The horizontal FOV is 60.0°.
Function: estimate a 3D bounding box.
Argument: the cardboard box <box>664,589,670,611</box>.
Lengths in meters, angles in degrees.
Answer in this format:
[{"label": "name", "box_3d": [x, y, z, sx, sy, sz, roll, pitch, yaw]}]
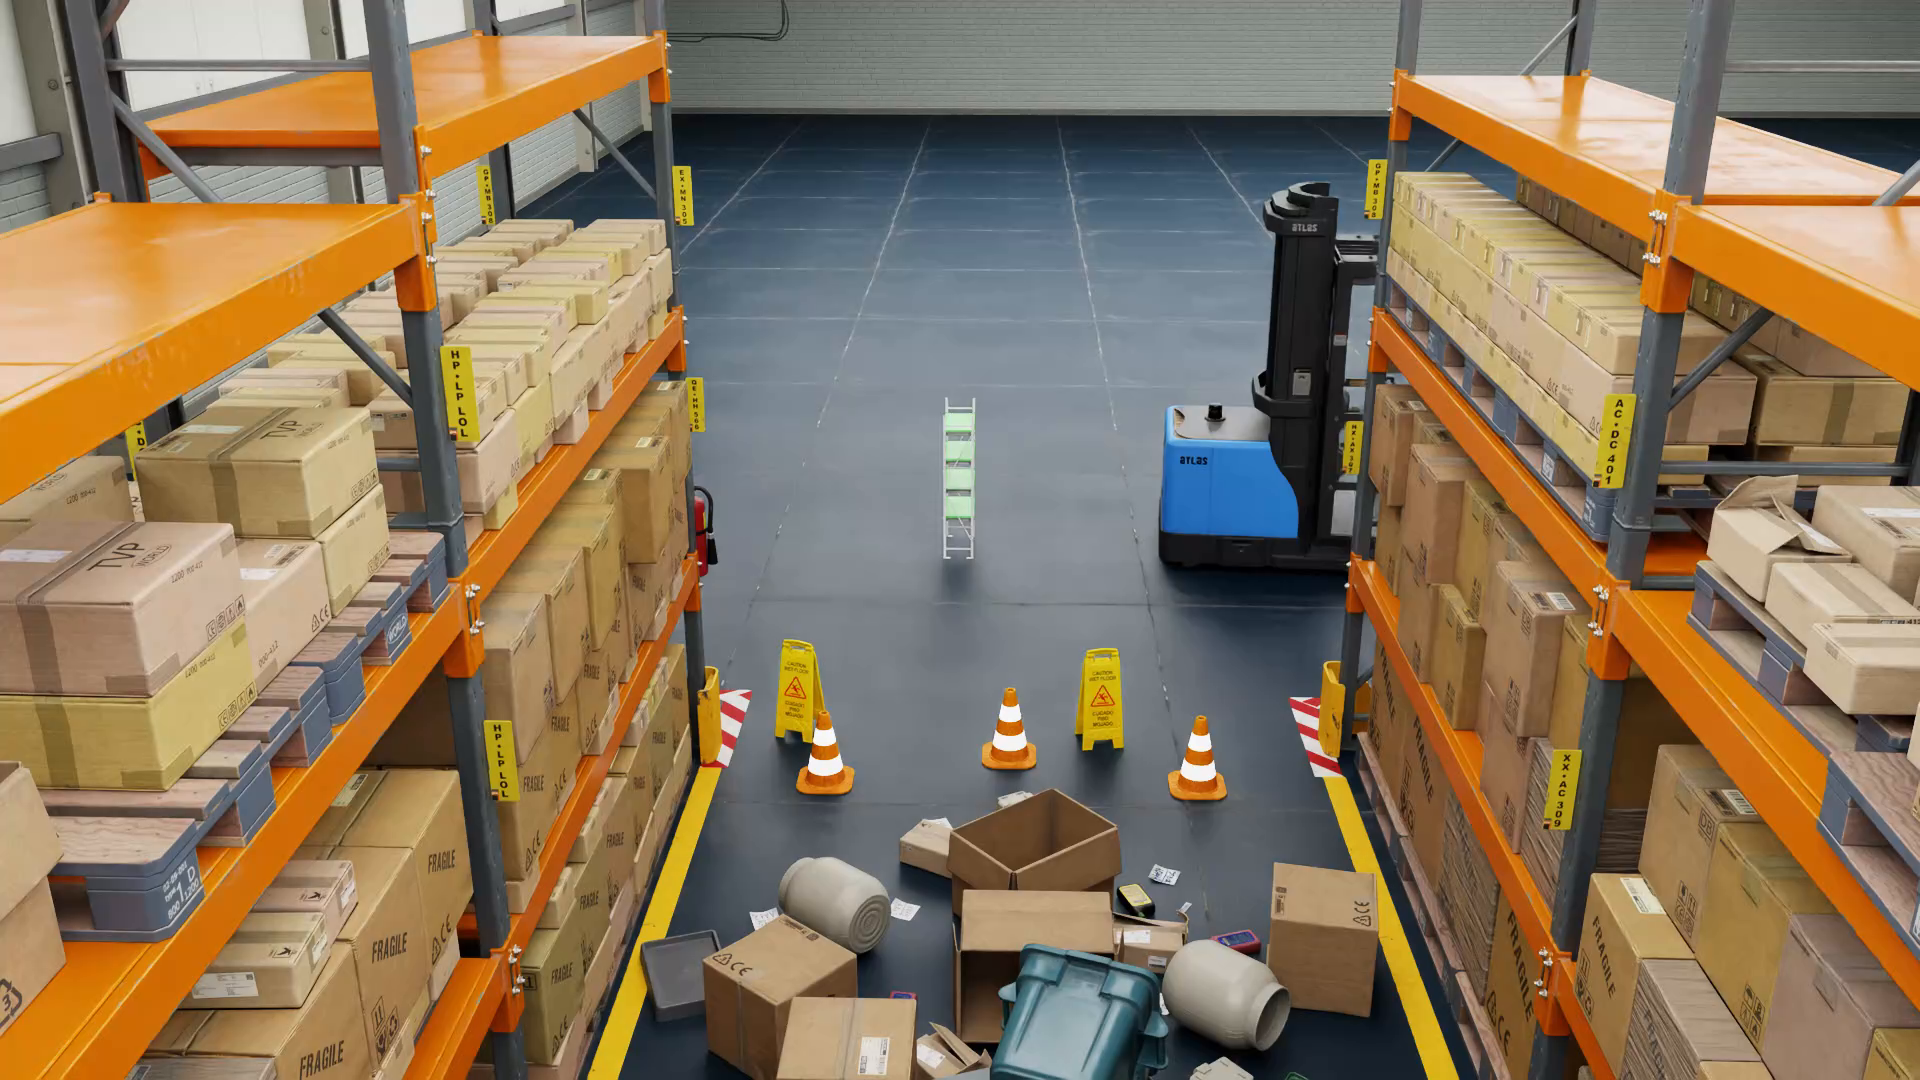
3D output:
[{"label": "cardboard box", "box_3d": [-1.814, 0.329, 9.175, 0.380, 0.149, 0.250, 0, 21, 1]}]

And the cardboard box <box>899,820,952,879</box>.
[{"label": "cardboard box", "box_3d": [-0.111, 1.714, 9.200, 0.380, 0.149, 0.250, 13, 25, 29]}]

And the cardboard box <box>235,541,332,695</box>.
[{"label": "cardboard box", "box_3d": [-2.105, 0.207, 4.623, 0.500, 0.250, 0.500, 1, 21, 2]}]

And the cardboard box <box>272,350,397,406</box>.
[{"label": "cardboard box", "box_3d": [-2.392, -0.623, 6.379, 0.380, 0.149, 0.250, 1, 21, 3]}]

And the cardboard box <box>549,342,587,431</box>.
[{"label": "cardboard box", "box_3d": [-1.890, -0.656, 7.015, 0.500, 0.250, 0.500, 1, 21, 2]}]

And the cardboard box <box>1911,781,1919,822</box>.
[{"label": "cardboard box", "box_3d": [2.390, 0.480, 3.434, 0.500, 0.500, 0.500, 1, 21, 2]}]

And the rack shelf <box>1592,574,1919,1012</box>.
[{"label": "rack shelf", "box_3d": [2.678, 1.013, 3.912, 1.077, 0.370, 4.000, 1, 21, 2]}]

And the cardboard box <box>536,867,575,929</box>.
[{"label": "cardboard box", "box_3d": [-1.860, 1.514, 7.060, 0.380, 0.149, 0.250, 1, 21, 2]}]

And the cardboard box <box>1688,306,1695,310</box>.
[{"label": "cardboard box", "box_3d": [3.062, -0.895, 6.913, 0.500, 0.250, 0.500, 0, 21, 1]}]

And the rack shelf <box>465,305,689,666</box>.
[{"label": "rack shelf", "box_3d": [-2.151, -0.451, 7.686, 1.077, 0.370, 4.000, 1, 21, 2]}]

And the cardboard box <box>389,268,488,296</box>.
[{"label": "cardboard box", "box_3d": [-2.449, -1.183, 7.822, 0.380, 0.149, 0.250, 1, 21, 3]}]

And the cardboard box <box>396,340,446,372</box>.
[{"label": "cardboard box", "box_3d": [-2.423, -0.662, 7.030, 0.500, 0.250, 0.500, 0, 21, 1]}]

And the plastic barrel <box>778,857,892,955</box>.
[{"label": "plastic barrel", "box_3d": [-0.640, 1.853, 8.460, 0.512, 0.421, 0.421, 18, 27, 38]}]

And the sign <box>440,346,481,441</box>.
[{"label": "sign", "box_3d": [-1.657, -0.483, 5.515, 0.100, 0.325, 0.005, 1, 21, 2]}]

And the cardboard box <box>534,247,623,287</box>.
[{"label": "cardboard box", "box_3d": [-1.900, -1.362, 8.285, 0.380, 0.149, 0.250, 1, 21, 2]}]

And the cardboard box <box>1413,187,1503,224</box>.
[{"label": "cardboard box", "box_3d": [2.516, -1.688, 8.406, 0.380, 0.149, 0.250, 0, 21, 1]}]

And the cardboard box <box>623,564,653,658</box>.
[{"label": "cardboard box", "box_3d": [-1.870, 0.265, 8.444, 0.500, 0.500, 0.500, 1, 21, 1]}]

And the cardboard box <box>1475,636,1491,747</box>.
[{"label": "cardboard box", "box_3d": [2.866, 0.757, 7.518, 0.875, 0.550, 0.550, 1, 21, 2]}]

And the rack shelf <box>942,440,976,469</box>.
[{"label": "rack shelf", "box_3d": [-0.005, -0.664, 13.387, 0.258, 0.148, 0.480, 1, 21, 2]}]

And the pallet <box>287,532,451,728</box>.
[{"label": "pallet", "box_3d": [-2.337, 0.246, 5.154, 1.213, 0.211, 1.003, 1, 21, 2]}]

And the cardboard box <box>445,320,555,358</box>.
[{"label": "cardboard box", "box_3d": [-1.888, -0.803, 6.843, 0.380, 0.149, 0.250, 0, 21, 0]}]

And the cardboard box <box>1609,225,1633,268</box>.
[{"label": "cardboard box", "box_3d": [3.143, -1.312, 7.436, 0.380, 0.149, 0.250, 1, 21, 2]}]

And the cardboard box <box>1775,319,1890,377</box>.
[{"label": "cardboard box", "box_3d": [3.090, -0.670, 5.782, 0.380, 0.149, 0.250, 1, 21, 2]}]

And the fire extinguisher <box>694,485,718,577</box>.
[{"label": "fire extinguisher", "box_3d": [-1.626, -0.111, 10.070, 0.296, 0.674, 0.183, 1, 21, 2]}]

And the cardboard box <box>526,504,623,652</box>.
[{"label": "cardboard box", "box_3d": [-1.902, 0.161, 7.328, 0.700, 0.500, 0.500, 0, 21, 0]}]

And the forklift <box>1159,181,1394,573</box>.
[{"label": "forklift", "box_3d": [3.141, -1.257, 13.010, 3.031, 2.935, 1.130, 2, 21, 6]}]

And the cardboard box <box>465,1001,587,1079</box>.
[{"label": "cardboard box", "box_3d": [-1.924, 2.211, 7.198, 0.500, 0.250, 0.500, 0, 21, -1]}]

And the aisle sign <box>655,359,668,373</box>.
[{"label": "aisle sign", "box_3d": [-1.798, -1.342, 9.541, 0.394, 0.787, 0.004, 1, 21, 2]}]

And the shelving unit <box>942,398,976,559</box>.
[{"label": "shelving unit", "box_3d": [-0.005, -0.500, 13.451, 0.258, 1.200, 0.503, 1, 21, 2]}]

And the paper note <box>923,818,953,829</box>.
[{"label": "paper note", "box_3d": [-0.129, 1.637, 9.562, 0.148, 0.019, 0.142, -7, 22, -17]}]

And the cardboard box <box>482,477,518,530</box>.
[{"label": "cardboard box", "box_3d": [-1.891, -0.150, 6.263, 0.380, 0.149, 0.250, 1, 21, 2]}]

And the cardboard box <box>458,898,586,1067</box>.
[{"label": "cardboard box", "box_3d": [-1.924, 1.861, 7.062, 0.500, 0.500, 0.500, 2, 21, 4]}]

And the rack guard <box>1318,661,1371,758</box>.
[{"label": "rack guard", "box_3d": [2.861, 1.063, 10.390, 1.175, 0.500, 0.348, 1, 21, 2]}]

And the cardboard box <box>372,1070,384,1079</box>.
[{"label": "cardboard box", "box_3d": [-1.953, 1.726, 4.993, 0.380, 0.149, 0.250, 1, 21, 2]}]

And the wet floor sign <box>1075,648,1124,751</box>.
[{"label": "wet floor sign", "box_3d": [0.882, 0.972, 10.425, 0.267, 0.644, 0.232, -3, 21, -8]}]

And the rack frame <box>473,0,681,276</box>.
[{"label": "rack frame", "box_3d": [-2.090, -2.908, 8.877, 1.000, 3.000, 0.127, 1, 21, 2]}]

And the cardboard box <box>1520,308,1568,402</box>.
[{"label": "cardboard box", "box_3d": [2.513, -0.720, 6.462, 0.500, 0.250, 0.500, 1, 21, 1]}]

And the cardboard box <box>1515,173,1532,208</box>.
[{"label": "cardboard box", "box_3d": [3.190, -1.863, 8.857, 0.380, 0.149, 0.250, 1, 21, 2]}]

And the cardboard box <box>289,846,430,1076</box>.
[{"label": "cardboard box", "box_3d": [-2.010, 1.303, 5.188, 0.500, 0.500, 0.500, 1, 21, 2]}]

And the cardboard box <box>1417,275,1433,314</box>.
[{"label": "cardboard box", "box_3d": [2.507, -1.222, 8.307, 0.380, 0.149, 0.250, 1, 21, 2]}]

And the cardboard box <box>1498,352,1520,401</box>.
[{"label": "cardboard box", "box_3d": [2.461, -0.673, 6.892, 0.380, 0.149, 0.250, 1, 21, 2]}]

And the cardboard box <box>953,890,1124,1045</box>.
[{"label": "cardboard box", "box_3d": [0.367, 1.991, 7.809, 0.797, 0.637, 0.503, 1, 21, 2]}]

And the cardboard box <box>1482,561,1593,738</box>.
[{"label": "cardboard box", "box_3d": [2.685, 0.447, 6.825, 0.875, 0.550, 0.550, 1, 21, 2]}]

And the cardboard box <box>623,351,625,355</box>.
[{"label": "cardboard box", "box_3d": [-1.913, -0.983, 8.411, 0.380, 0.149, 0.250, 1, 21, 2]}]

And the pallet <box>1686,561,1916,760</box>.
[{"label": "pallet", "box_3d": [2.760, 0.376, 4.825, 0.805, 0.209, 1.217, 0, 21, -1]}]

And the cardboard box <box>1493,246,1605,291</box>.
[{"label": "cardboard box", "box_3d": [2.471, -1.134, 6.979, 0.380, 0.149, 0.250, 0, 21, 1]}]

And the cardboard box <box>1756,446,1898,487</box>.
[{"label": "cardboard box", "box_3d": [3.090, -0.298, 5.927, 0.380, 0.149, 0.250, 0, 21, 1]}]

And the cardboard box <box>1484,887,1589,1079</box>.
[{"label": "cardboard box", "box_3d": [2.828, 1.921, 7.081, 0.875, 0.875, 0.875, 1, 21, 2]}]

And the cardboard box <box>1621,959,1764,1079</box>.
[{"label": "cardboard box", "box_3d": [2.439, 1.676, 5.217, 0.500, 0.500, 0.500, 1, 21, 2]}]

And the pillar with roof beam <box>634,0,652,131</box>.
[{"label": "pillar with roof beam", "box_3d": [-2.758, -13.519, 36.224, 9.100, 9.000, 0.400, 1, 21, 2]}]

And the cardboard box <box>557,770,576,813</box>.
[{"label": "cardboard box", "box_3d": [-1.906, 1.065, 7.279, 0.380, 0.149, 0.250, 1, 21, 3]}]
